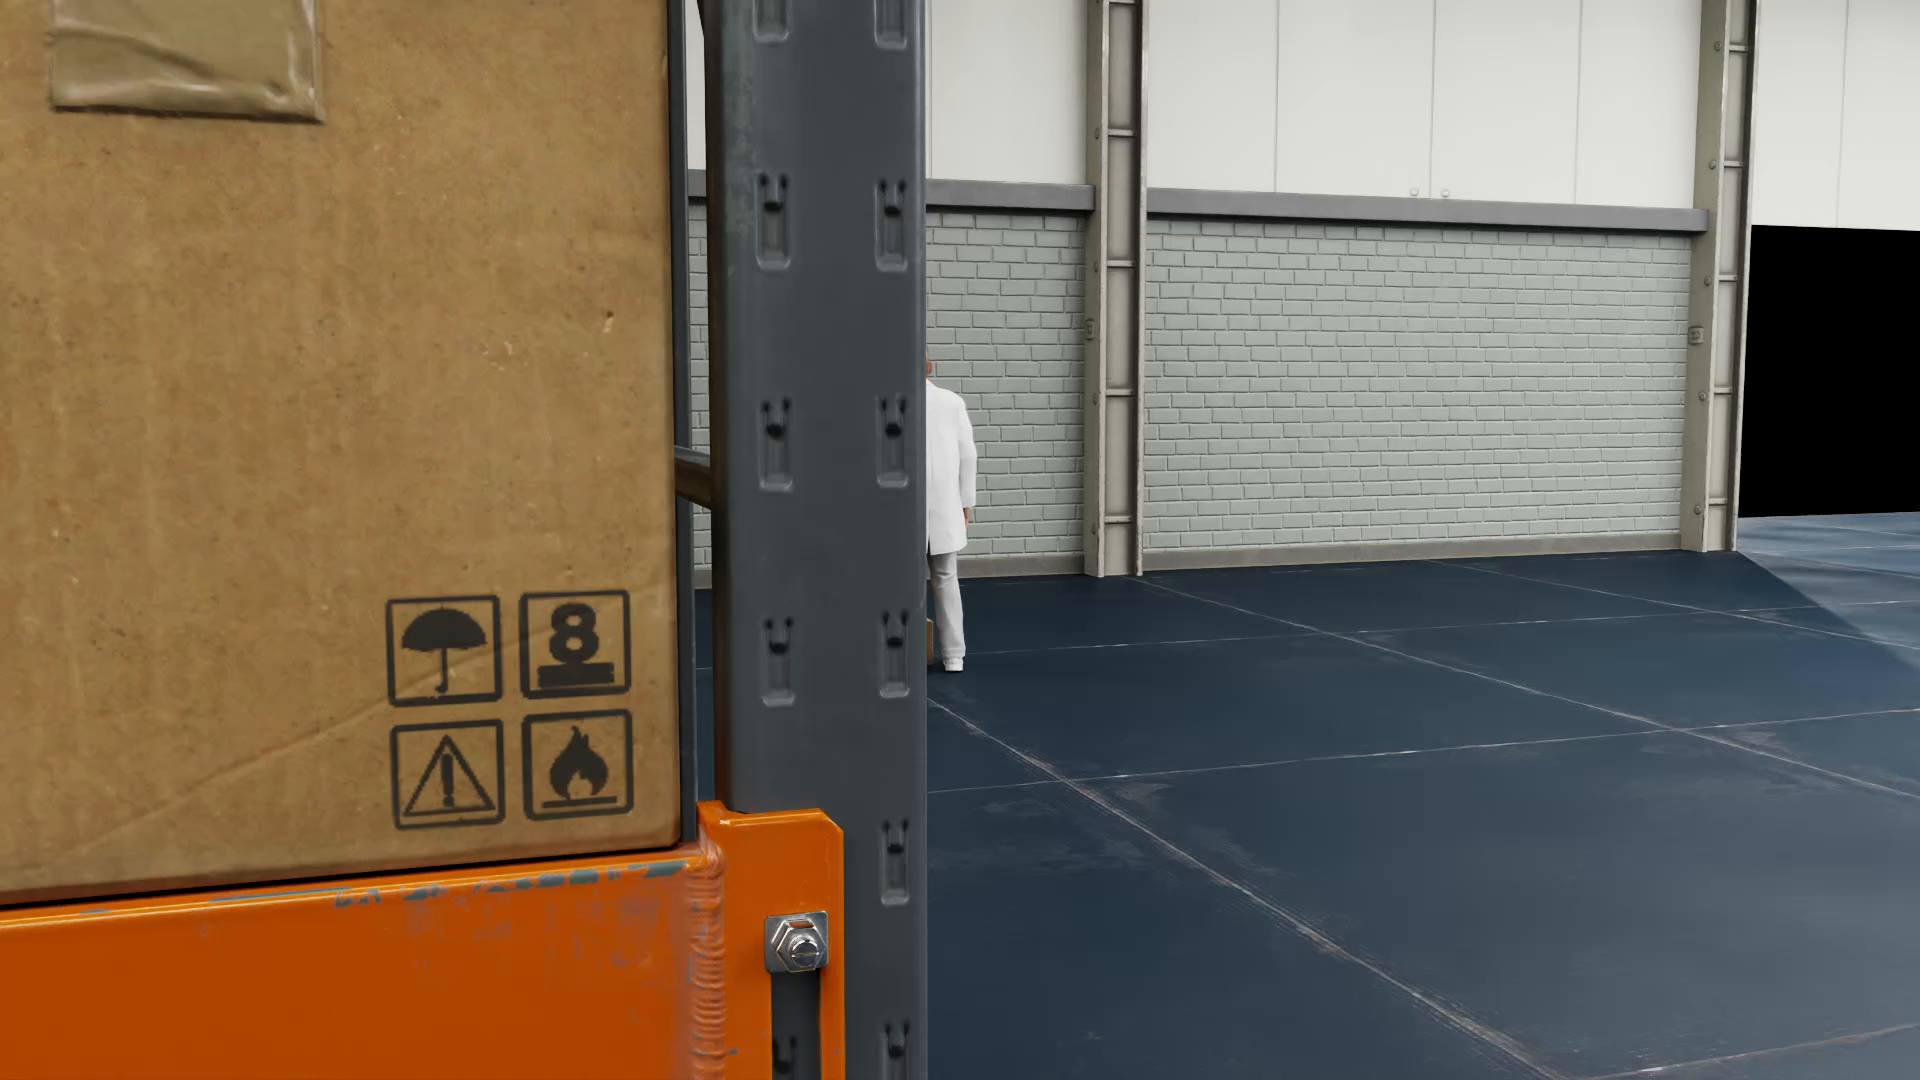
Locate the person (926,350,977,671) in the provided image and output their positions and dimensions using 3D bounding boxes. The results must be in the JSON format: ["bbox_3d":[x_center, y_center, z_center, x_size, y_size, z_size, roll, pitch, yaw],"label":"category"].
[{"bbox_3d":[-0.217,-0.172,9.006,0.642,1.775,0.422,-2,6,-18],"label":"person"}]
